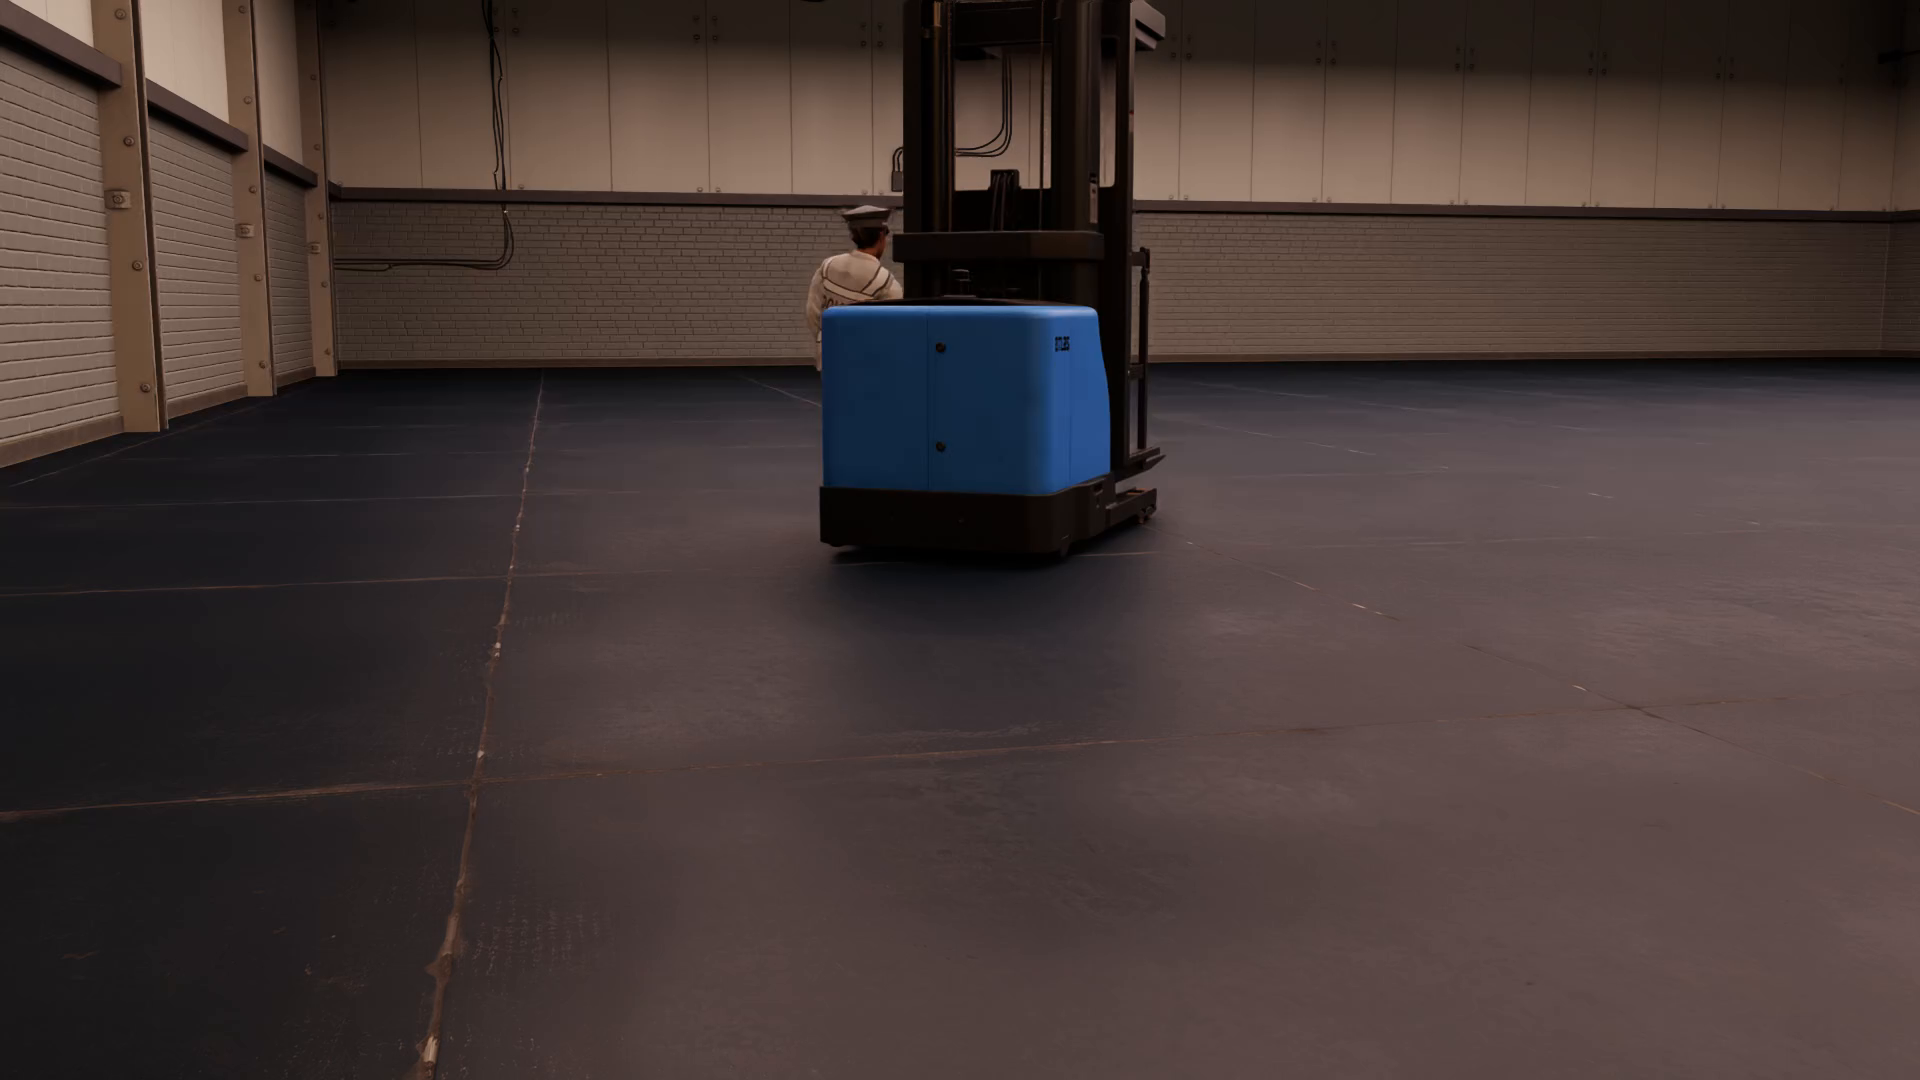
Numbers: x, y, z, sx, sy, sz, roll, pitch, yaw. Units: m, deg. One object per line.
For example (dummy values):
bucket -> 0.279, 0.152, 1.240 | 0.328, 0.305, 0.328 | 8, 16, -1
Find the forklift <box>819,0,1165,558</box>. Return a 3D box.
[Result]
forklift -> 0.365, -1.542, 8.152 | 1.130, 2.935, 3.031 | 3, 8, 19

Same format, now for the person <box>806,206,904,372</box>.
person -> -0.288, -0.940, 8.317 | 0.775, 1.420, 0.723 | 6, 10, 36
